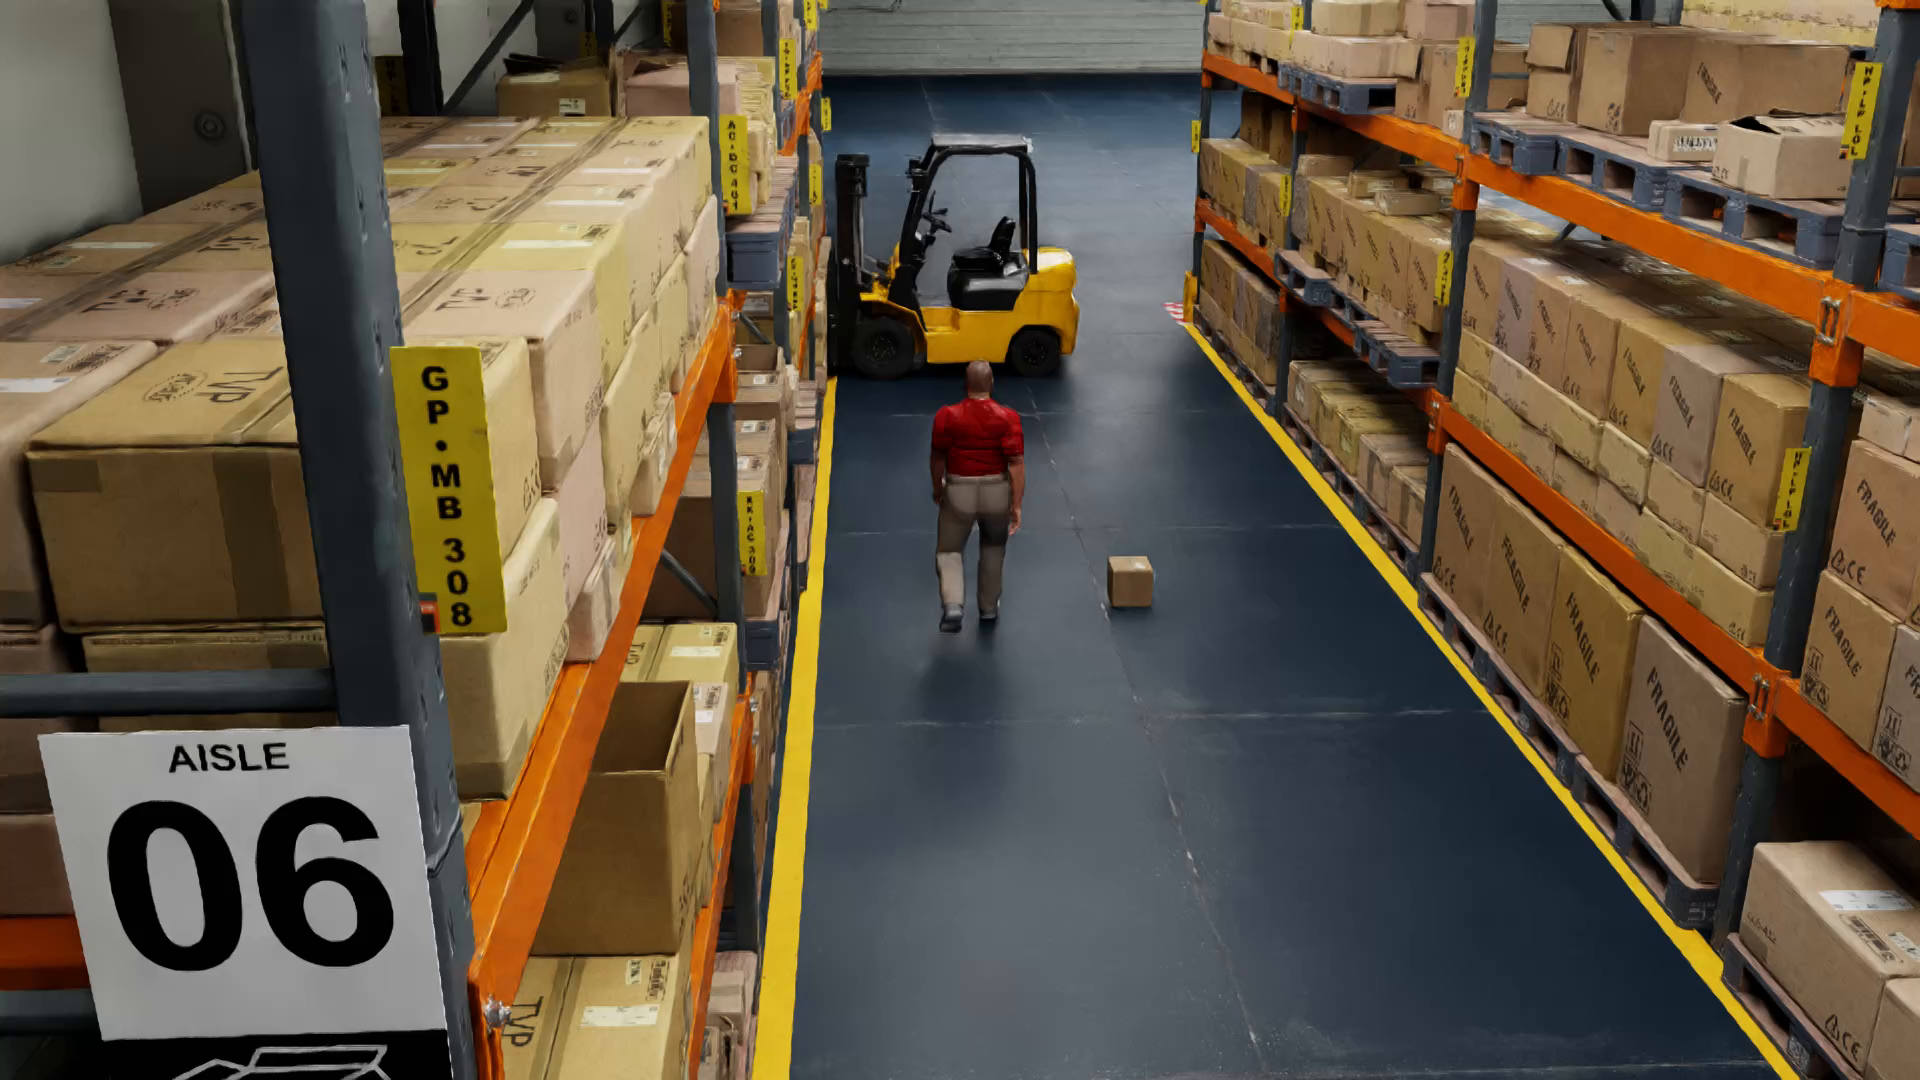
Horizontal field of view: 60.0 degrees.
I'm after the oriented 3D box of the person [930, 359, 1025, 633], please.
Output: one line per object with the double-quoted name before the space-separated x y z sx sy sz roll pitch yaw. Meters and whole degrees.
"person" 0.099 -0.267 9.822 0.550 1.678 0.849 -1 20 -1
